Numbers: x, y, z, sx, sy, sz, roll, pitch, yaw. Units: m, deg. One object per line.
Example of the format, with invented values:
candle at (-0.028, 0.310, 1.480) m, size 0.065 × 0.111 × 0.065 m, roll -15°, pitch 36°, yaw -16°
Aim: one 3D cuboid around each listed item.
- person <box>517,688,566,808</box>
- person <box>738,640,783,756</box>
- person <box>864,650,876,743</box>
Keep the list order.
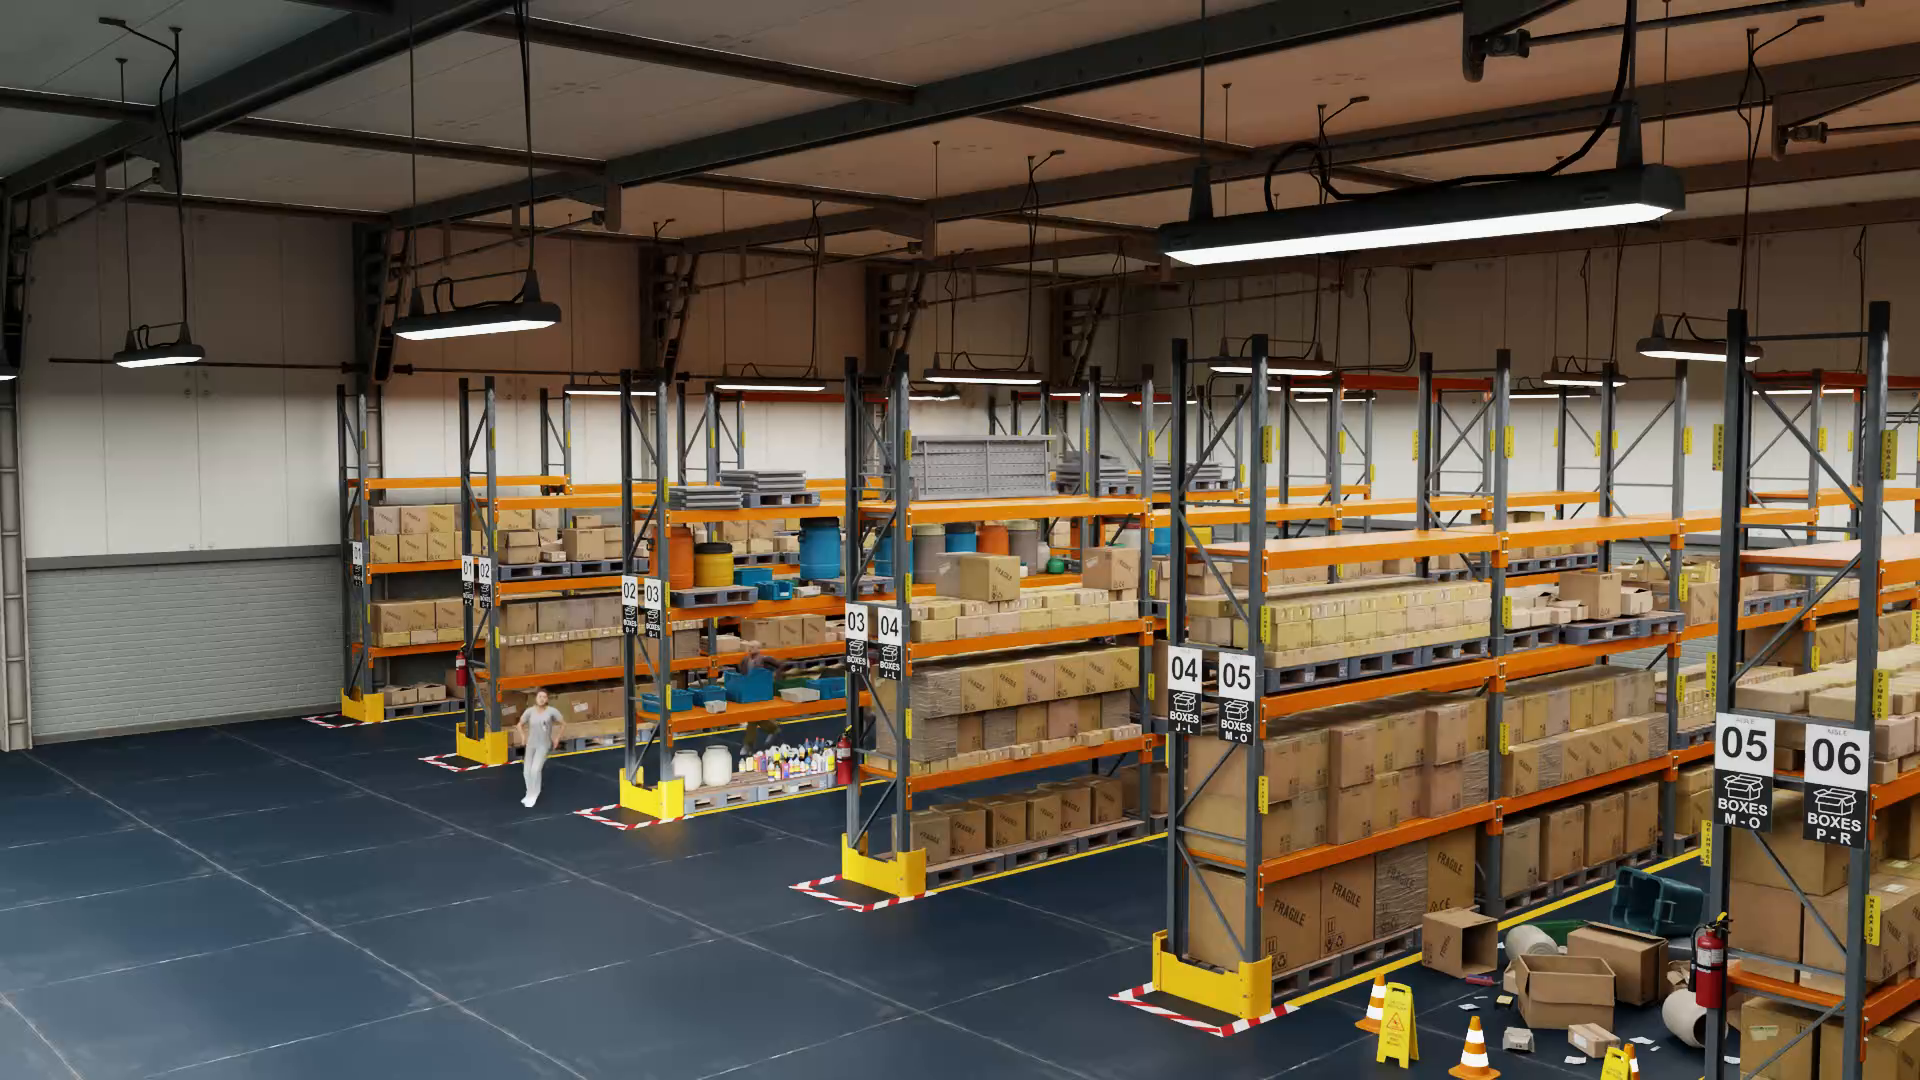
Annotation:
person at (-5.771, 2.844, 22.841) m, size 0.622 × 1.632 × 0.651 m, roll 0°, pitch 4°, yaw 5°
person at (-3.251, 2.534, 26.838) m, size 0.738 × 1.853 × 0.971 m, roll 3°, pitch 5°, yaw 34°
person at (-1.543, 2.502, 27.545) m, size 0.668 × 1.734 × 0.693 m, roll -3°, pitch 5°, yaw -42°
